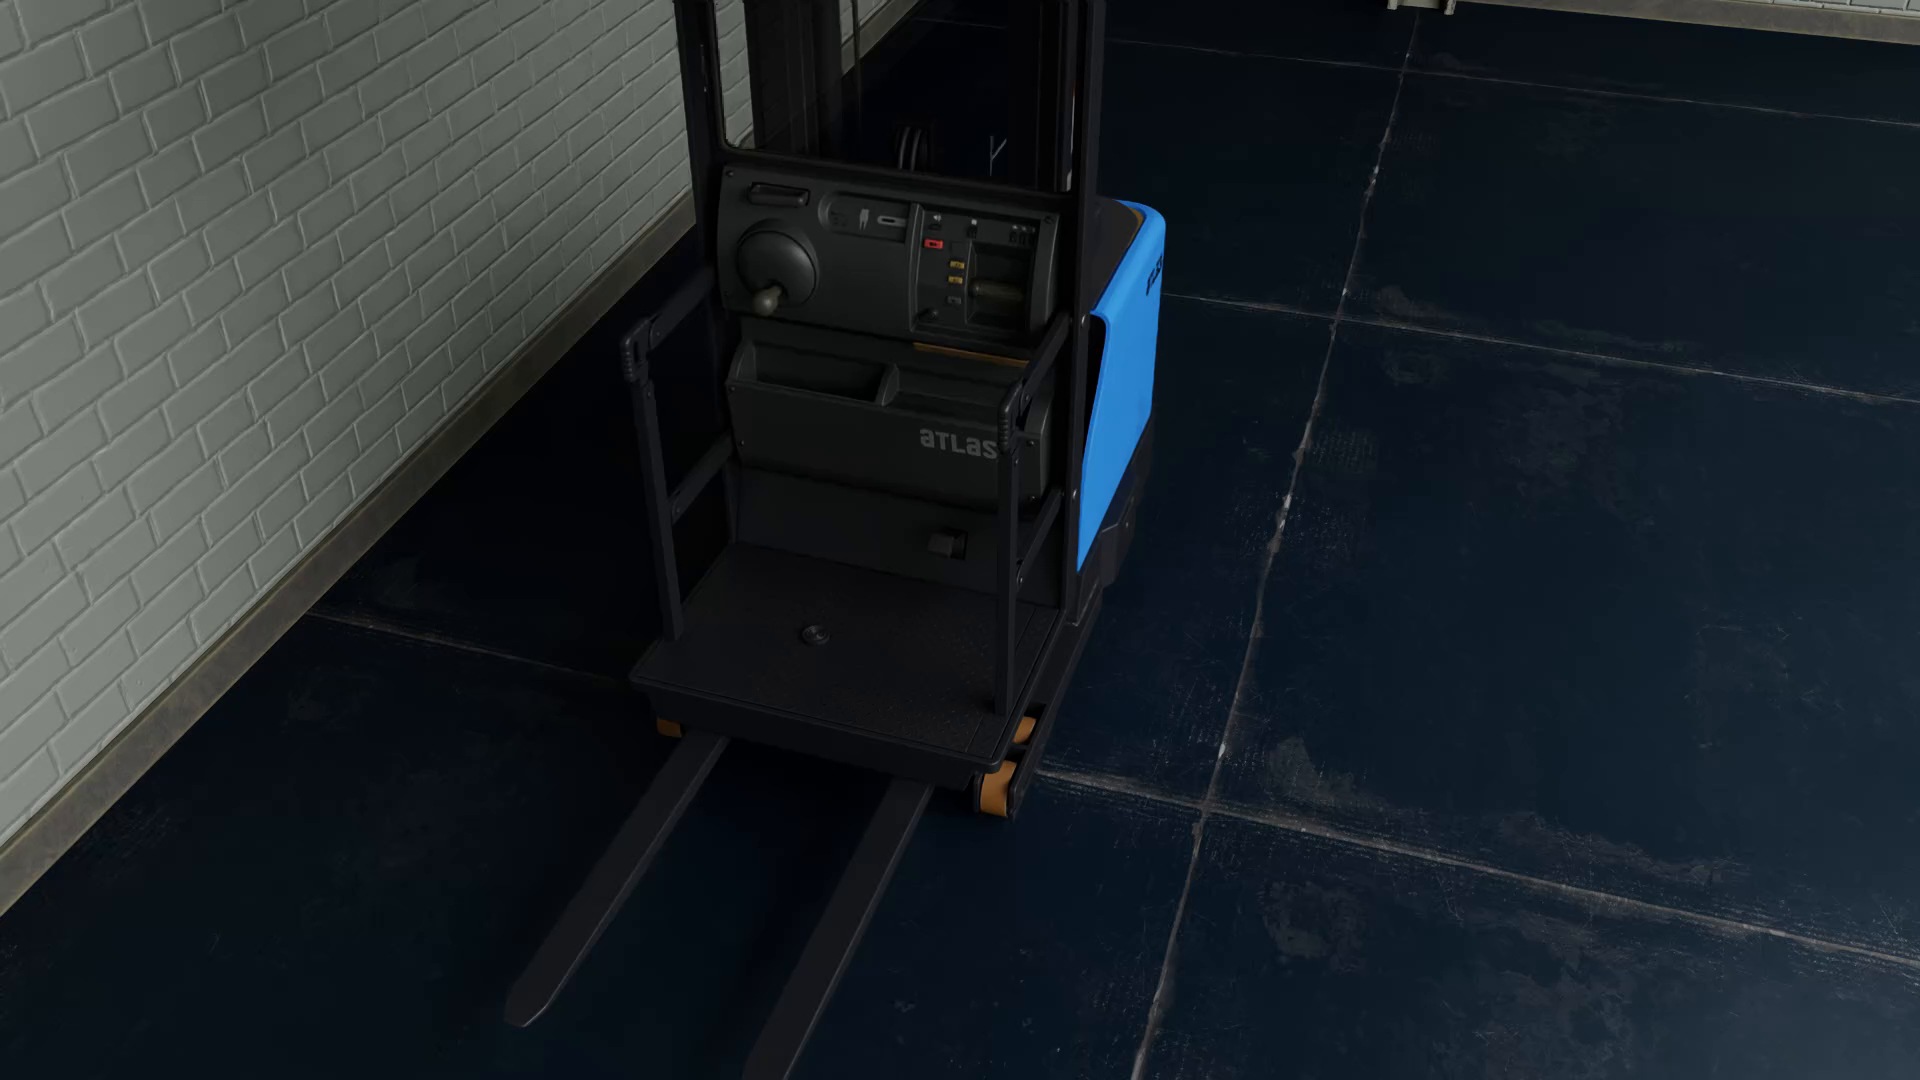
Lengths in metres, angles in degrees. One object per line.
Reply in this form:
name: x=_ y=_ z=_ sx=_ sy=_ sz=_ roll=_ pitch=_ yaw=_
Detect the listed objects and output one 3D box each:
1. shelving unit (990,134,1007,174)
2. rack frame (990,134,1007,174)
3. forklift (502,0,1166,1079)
shelving unit: x=0.229 y=-0.917 z=5.983 sx=0.189 sy=1.200 sz=0.258 roll=11 pitch=38 yaw=15
rack frame: x=0.142 y=-0.934 z=6.007 sx=0.006 sy=1.200 sz=0.240 roll=11 pitch=38 yaw=15
forklift: x=-0.267 y=-0.673 z=4.191 sx=1.130 sy=2.935 sz=3.031 roll=11 pitch=38 yaw=15
